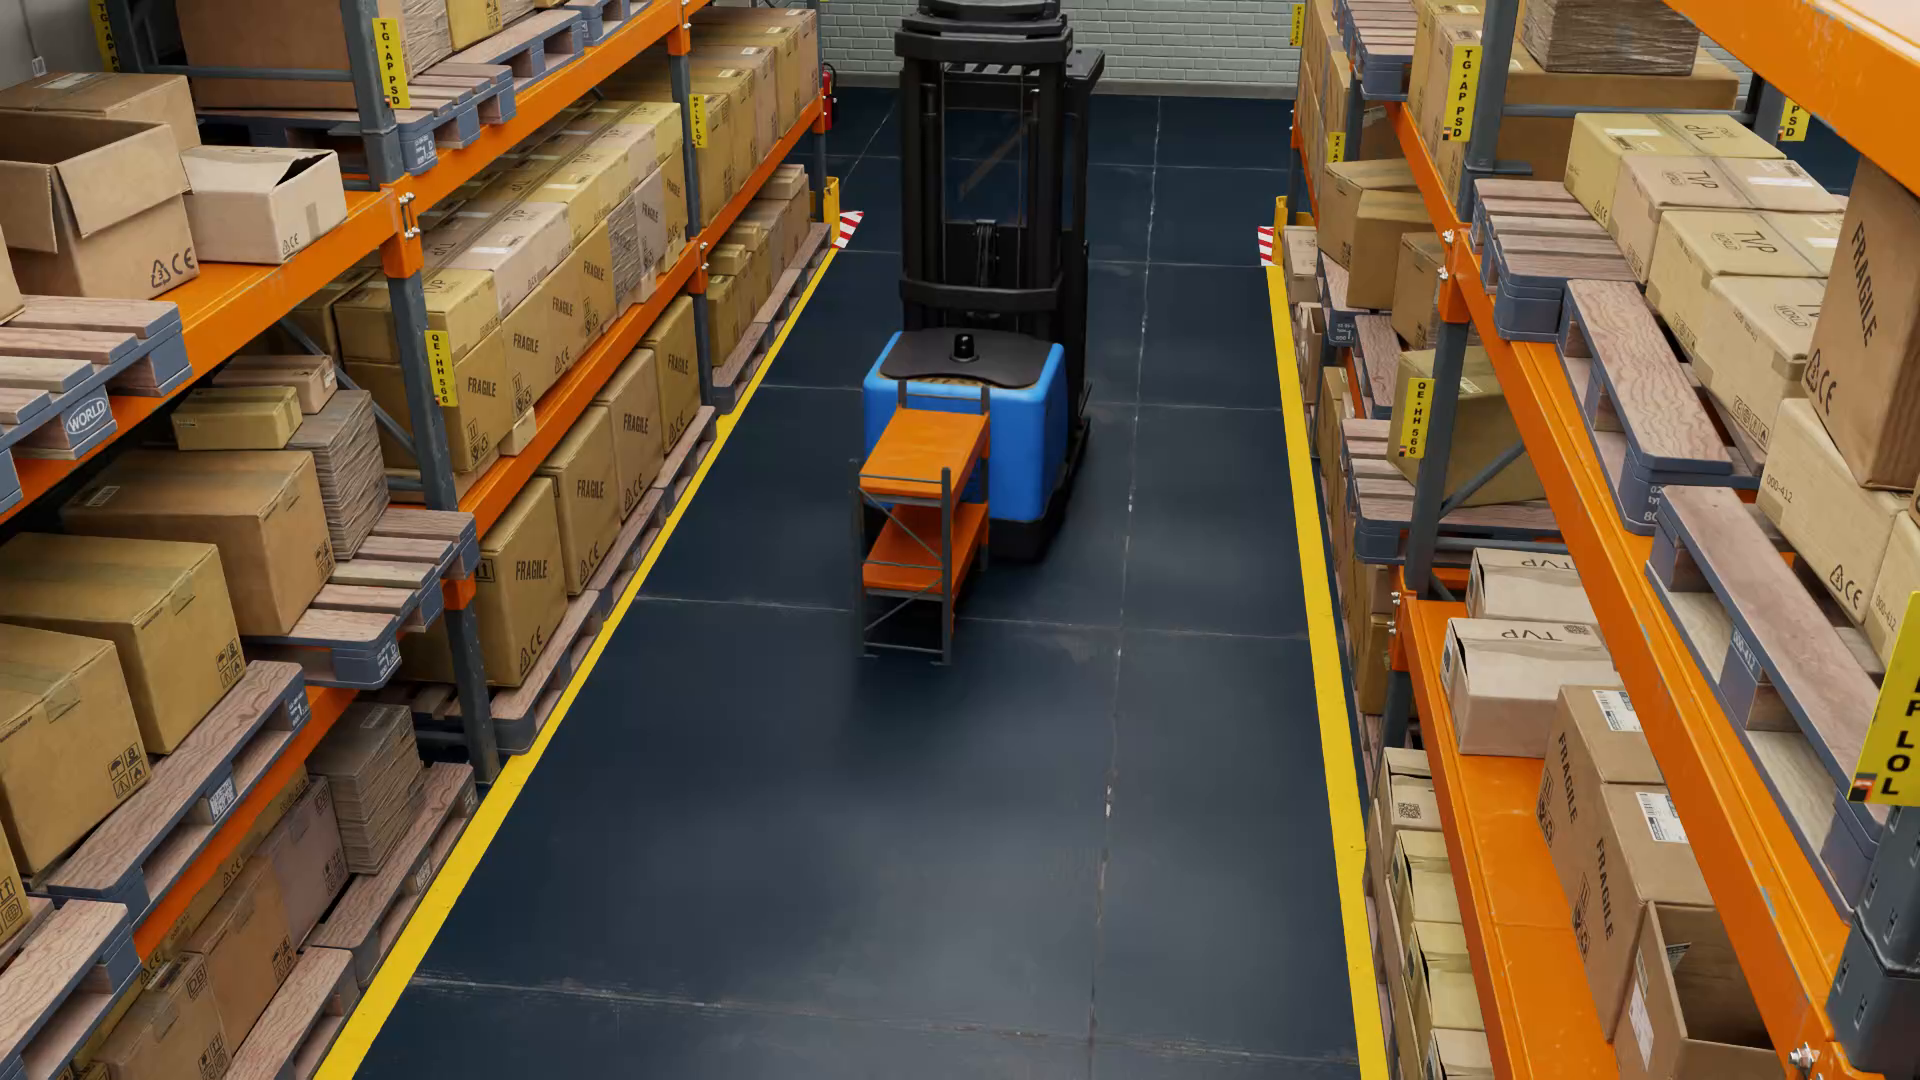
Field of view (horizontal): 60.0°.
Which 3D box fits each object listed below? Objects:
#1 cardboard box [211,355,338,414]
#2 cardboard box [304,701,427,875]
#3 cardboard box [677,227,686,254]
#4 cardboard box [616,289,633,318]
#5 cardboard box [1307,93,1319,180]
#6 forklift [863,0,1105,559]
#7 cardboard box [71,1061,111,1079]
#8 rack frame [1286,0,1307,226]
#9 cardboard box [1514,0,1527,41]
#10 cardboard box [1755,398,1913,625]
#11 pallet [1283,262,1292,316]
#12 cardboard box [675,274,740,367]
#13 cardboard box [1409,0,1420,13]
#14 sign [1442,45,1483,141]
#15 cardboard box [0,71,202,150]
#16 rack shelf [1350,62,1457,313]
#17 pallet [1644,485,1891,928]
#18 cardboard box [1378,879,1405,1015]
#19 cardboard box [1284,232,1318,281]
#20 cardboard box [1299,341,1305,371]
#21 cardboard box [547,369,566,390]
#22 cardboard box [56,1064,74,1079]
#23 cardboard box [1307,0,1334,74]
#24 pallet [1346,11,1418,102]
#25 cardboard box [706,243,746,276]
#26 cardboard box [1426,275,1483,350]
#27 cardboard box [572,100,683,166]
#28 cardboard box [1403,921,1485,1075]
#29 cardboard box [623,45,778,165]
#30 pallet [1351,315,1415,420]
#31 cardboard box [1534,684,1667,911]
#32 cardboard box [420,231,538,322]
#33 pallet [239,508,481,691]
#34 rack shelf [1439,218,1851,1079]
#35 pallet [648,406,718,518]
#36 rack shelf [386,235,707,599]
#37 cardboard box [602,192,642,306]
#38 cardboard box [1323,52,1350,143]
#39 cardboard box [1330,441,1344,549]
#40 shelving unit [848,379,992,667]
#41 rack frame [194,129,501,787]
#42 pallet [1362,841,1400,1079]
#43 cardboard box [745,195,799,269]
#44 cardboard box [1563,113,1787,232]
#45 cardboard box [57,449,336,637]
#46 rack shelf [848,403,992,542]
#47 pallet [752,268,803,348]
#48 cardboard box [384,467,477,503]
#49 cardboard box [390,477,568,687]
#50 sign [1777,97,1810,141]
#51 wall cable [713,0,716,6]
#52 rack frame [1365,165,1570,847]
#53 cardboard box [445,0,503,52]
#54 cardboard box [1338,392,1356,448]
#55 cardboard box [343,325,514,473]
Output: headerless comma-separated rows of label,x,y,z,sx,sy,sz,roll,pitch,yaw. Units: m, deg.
cardboard box,-2.656,-0.604,6.455,0.380,0.149,0.250,0,28,0
cardboard box,-2.680,1.004,6.895,0.700,0.500,0.500,4,29,7
cardboard box,-1.914,-1.850,10.265,0.380,0.149,0.250,4,29,7
cardboard box,-2.067,-1.372,9.377,0.380,0.149,0.250,3,28,6
cardboard box,2.753,-2.860,11.791,0.500,0.500,0.500,4,29,7
forklift,0.245,-1.862,10.115,1.130,2.935,3.031,6,29,10
cardboard box,-3.046,1.951,5.137,0.700,0.500,0.500,3,28,5
rack frame,3.254,-3.724,13.500,1.000,3.000,0.127,3,28,6
cardboard box,2.396,-2.208,6.364,0.500,0.500,0.500,3,28,6
cardboard box,1.933,-0.063,3.257,0.500,0.250,0.500,1,28,1
pallet,3.148,-2.085,13.399,1.003,0.211,1.213,3,28,6
cardboard box,-1.960,-1.558,11.672,0.700,0.500,0.500,4,29,7
cardboard box,2.570,-2.886,8.128,0.600,0.600,0.600,3,28,6
sign,1.735,-1.539,5.737,0.100,0.325,0.005,3,28,6
cardboard box,-2.960,-1.292,5.697,0.500,0.500,0.500,3,28,6
rack shelf,2.519,-1.904,7.717,1.077,0.370,4.000,3,28,6
pallet,1.879,0.272,3.121,0.805,0.209,1.217,2,28,4
cardboard box,1.857,1.533,6.198,0.500,0.250,0.500,3,28,5
cardboard box,2.844,-2.233,13.167,0.500,0.250,0.500,3,28,6
cardboard box,2.538,-1.245,11.440,0.380,0.149,0.250,3,28,6
cardboard box,-2.243,-0.892,8.486,0.380,0.149,0.250,4,29,7
cardboard box,-3.009,1.660,4.887,0.500,0.250,0.500,3,28,5
cardboard box,2.881,-3.768,12.422,0.500,0.500,0.500,4,29,7
pallet,2.490,-2.288,7.870,1.213,0.211,1.003,3,28,6
cardboard box,-1.737,-1.994,11.798,0.380,0.149,0.250,4,29,8
cardboard box,2.541,-0.910,7.728,0.700,0.500,0.500,9,30,16
cardboard box,-1.956,-2.407,9.824,0.500,0.250,0.500,4,29,7
cardboard box,1.797,1.537,5.599,0.500,0.311,0.500,3,28,5
cardboard box,-1.896,-3.200,12.211,0.980,0.700,0.700,2,28,4
pallet,2.507,-0.790,8.255,1.003,0.211,1.213,3,28,6
cardboard box,2.084,0.788,5.019,0.500,0.500,0.500,2,28,3
cardboard box,-2.267,-1.210,7.603,0.500,0.250,0.500,3,28,5
pallet,-2.625,0.182,6.453,1.213,0.211,1.003,3,28,6
rack shelf,2.029,-0.021,4.222,1.077,0.370,4.000,3,28,6
pallet,-2.173,-0.532,10.515,1.003,0.211,1.213,3,28,6
rack shelf,-2.398,-0.869,8.959,1.077,0.370,4.000,3,28,6
cardboard box,-2.082,-1.603,9.122,0.500,0.500,0.500,3,29,6
cardboard box,2.629,-2.820,10.662,0.500,0.500,0.500,3,28,5
cardboard box,2.340,-0.234,9.194,0.500,0.500,0.500,4,29,7
shelving unit,-0.189,-0.108,8.765,0.538,1.125,1.048,6,29,10
rack frame,-2.643,-0.245,7.041,1.000,3.000,0.127,3,28,6
pallet,2.134,1.654,6.457,1.003,0.211,1.213,3,28,6
cardboard box,-1.711,-2.524,13.465,0.700,0.500,0.500,3,28,6
cardboard box,2.274,-1.181,5.332,0.500,0.250,0.500,1,28,2
cardboard box,-2.732,0.004,6.010,0.700,0.500,0.500,1,28,1
rack shelf,-0.189,-0.366,8.626,0.538,0.278,1.000,6,29,10
pallet,-1.835,-1.829,12.923,1.003,0.211,1.213,3,28,6
cardboard box,-2.373,-0.284,7.359,0.380,0.149,0.250,3,28,5
cardboard box,-2.423,0.178,8.080,0.750,0.750,0.750,3,28,6
sign,2.823,-1.505,5.590,0.100,0.325,0.005,3,28,6
wall cable,-2.445,-5.115,15.011,0.084,1.984,1.851,3,28,6
rack frame,2.274,0.042,6.510,1.000,3.000,0.127,3,28,6
cardboard box,-2.547,-2.547,7.582,0.700,0.500,0.500,5,29,9
cardboard box,2.340,-0.580,9.046,0.500,0.250,0.500,3,29,6
cardboard box,-2.330,-0.642,7.339,0.500,0.500,0.500,4,29,8
